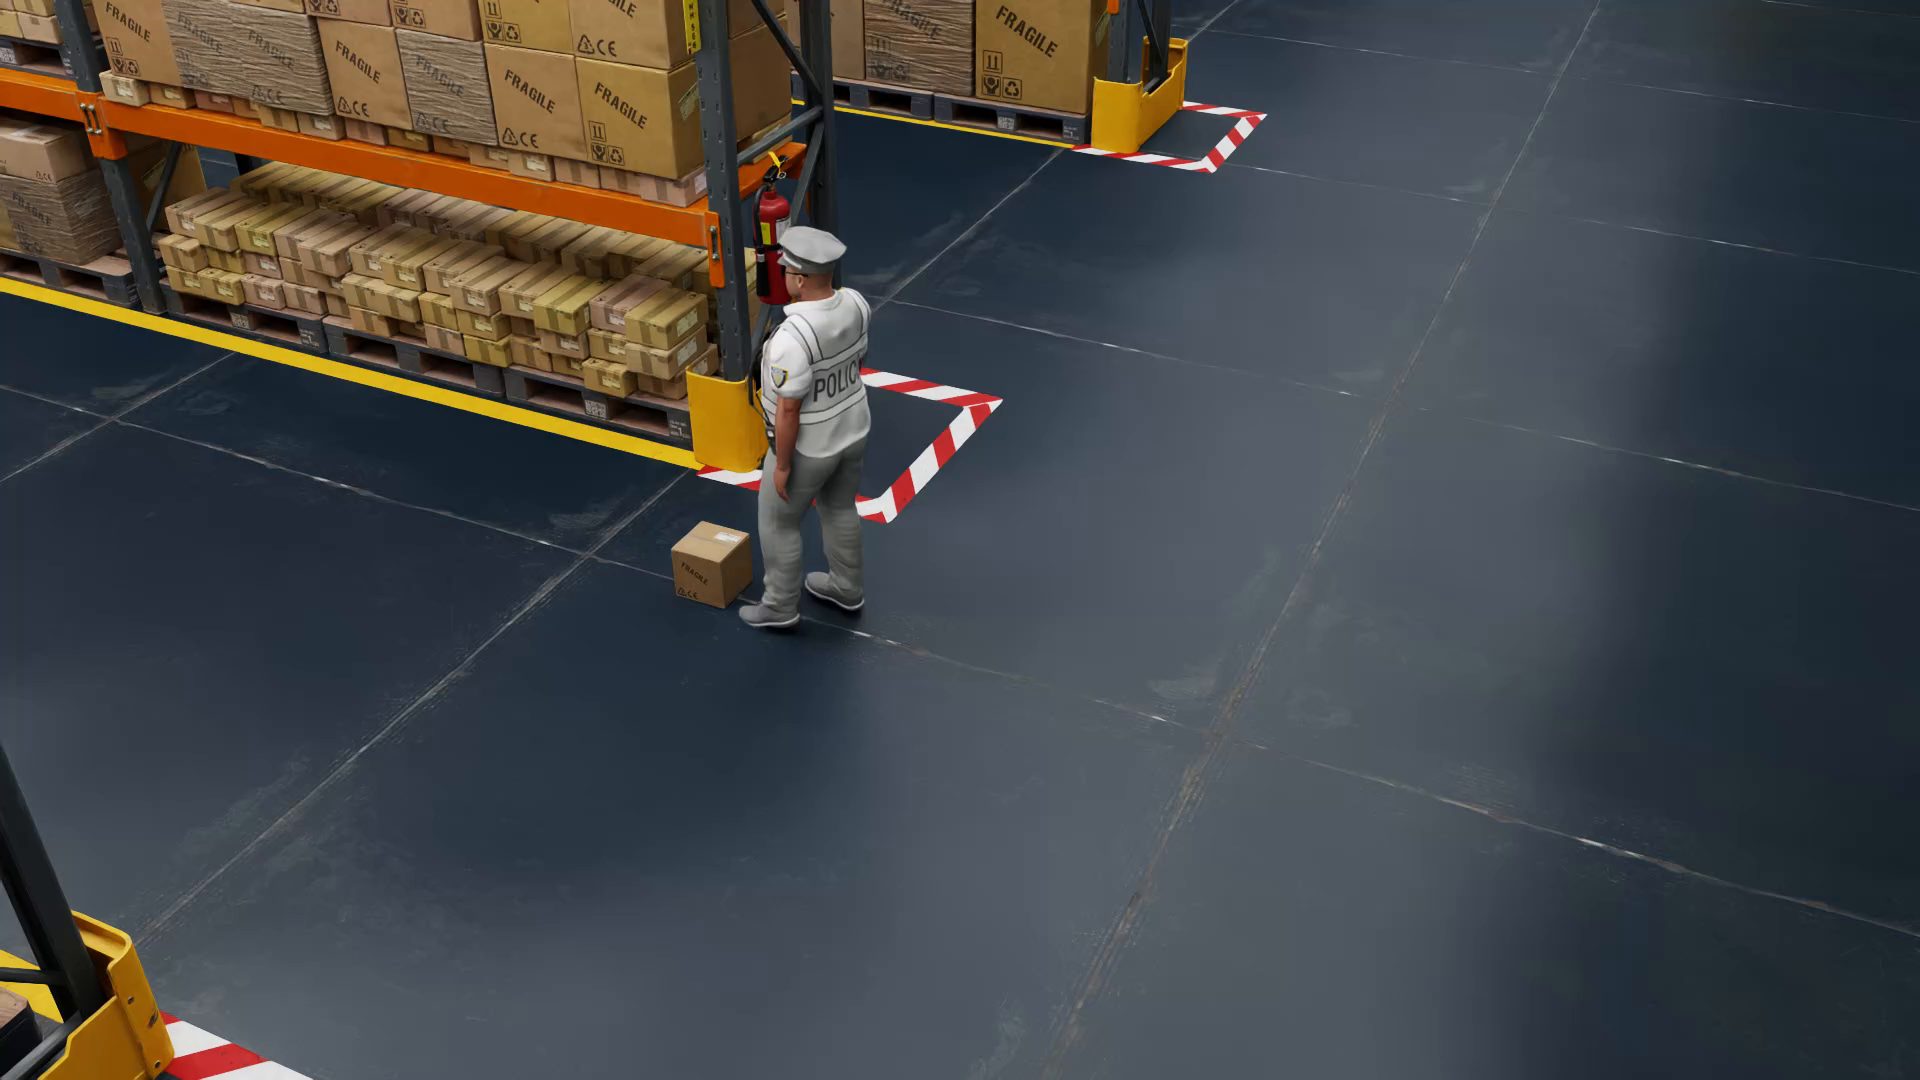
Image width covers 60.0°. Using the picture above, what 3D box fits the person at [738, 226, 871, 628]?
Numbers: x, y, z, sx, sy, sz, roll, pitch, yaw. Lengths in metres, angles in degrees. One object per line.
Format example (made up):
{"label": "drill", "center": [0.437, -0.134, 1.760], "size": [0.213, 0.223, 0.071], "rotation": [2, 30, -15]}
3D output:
{"label": "person", "center": [-0.632, -0.429, 6.783], "size": [0.514, 1.808, 0.577], "rotation": [23, 40, 31]}
